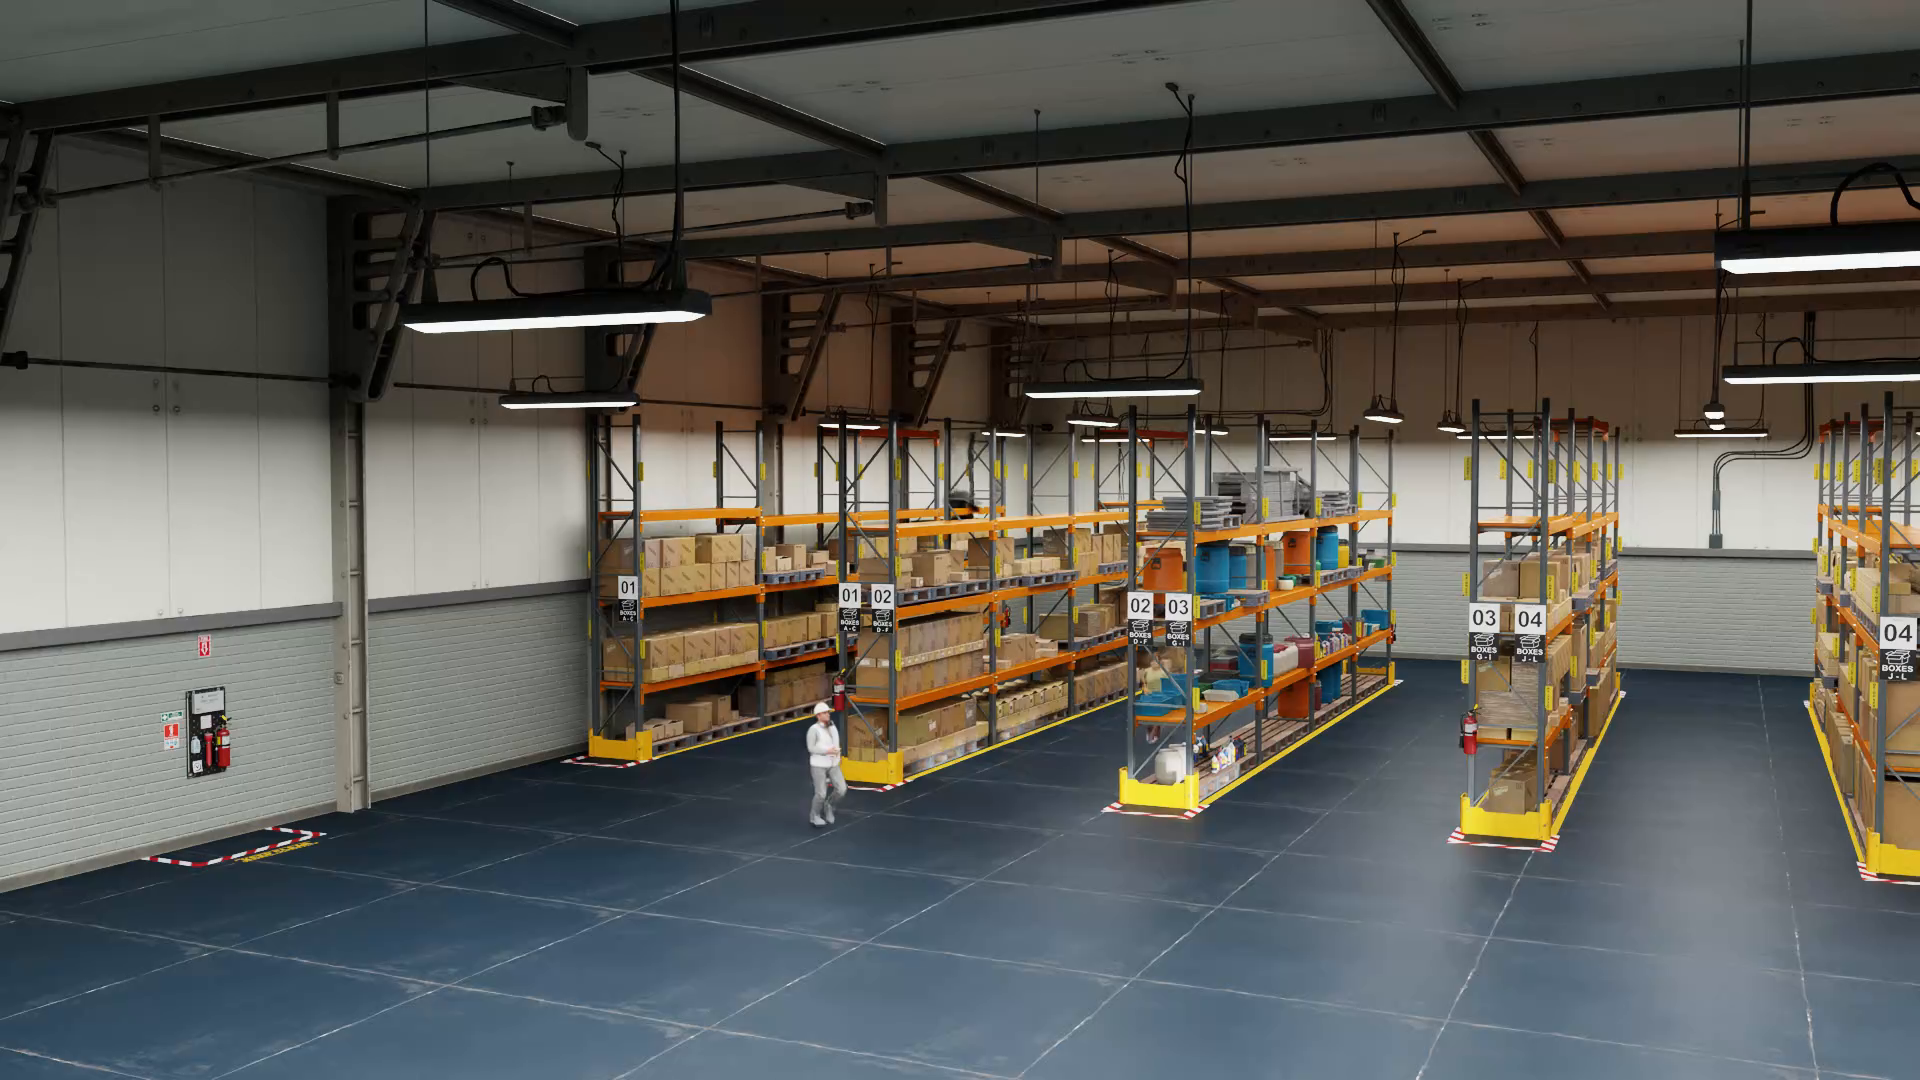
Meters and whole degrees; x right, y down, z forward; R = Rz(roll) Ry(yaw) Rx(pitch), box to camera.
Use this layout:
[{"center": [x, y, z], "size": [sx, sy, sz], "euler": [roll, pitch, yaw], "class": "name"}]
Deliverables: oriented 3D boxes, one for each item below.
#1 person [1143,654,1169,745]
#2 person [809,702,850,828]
[{"center": [3.582, 2.917, 30.505], "size": [0.567, 1.657, 0.708], "euler": [1, 3, 21], "class": "person"}, {"center": [-1.836, 3.159, 23.327], "size": [0.628, 1.777, 0.694], "euler": [-2, 3, -42], "class": "person"}]
